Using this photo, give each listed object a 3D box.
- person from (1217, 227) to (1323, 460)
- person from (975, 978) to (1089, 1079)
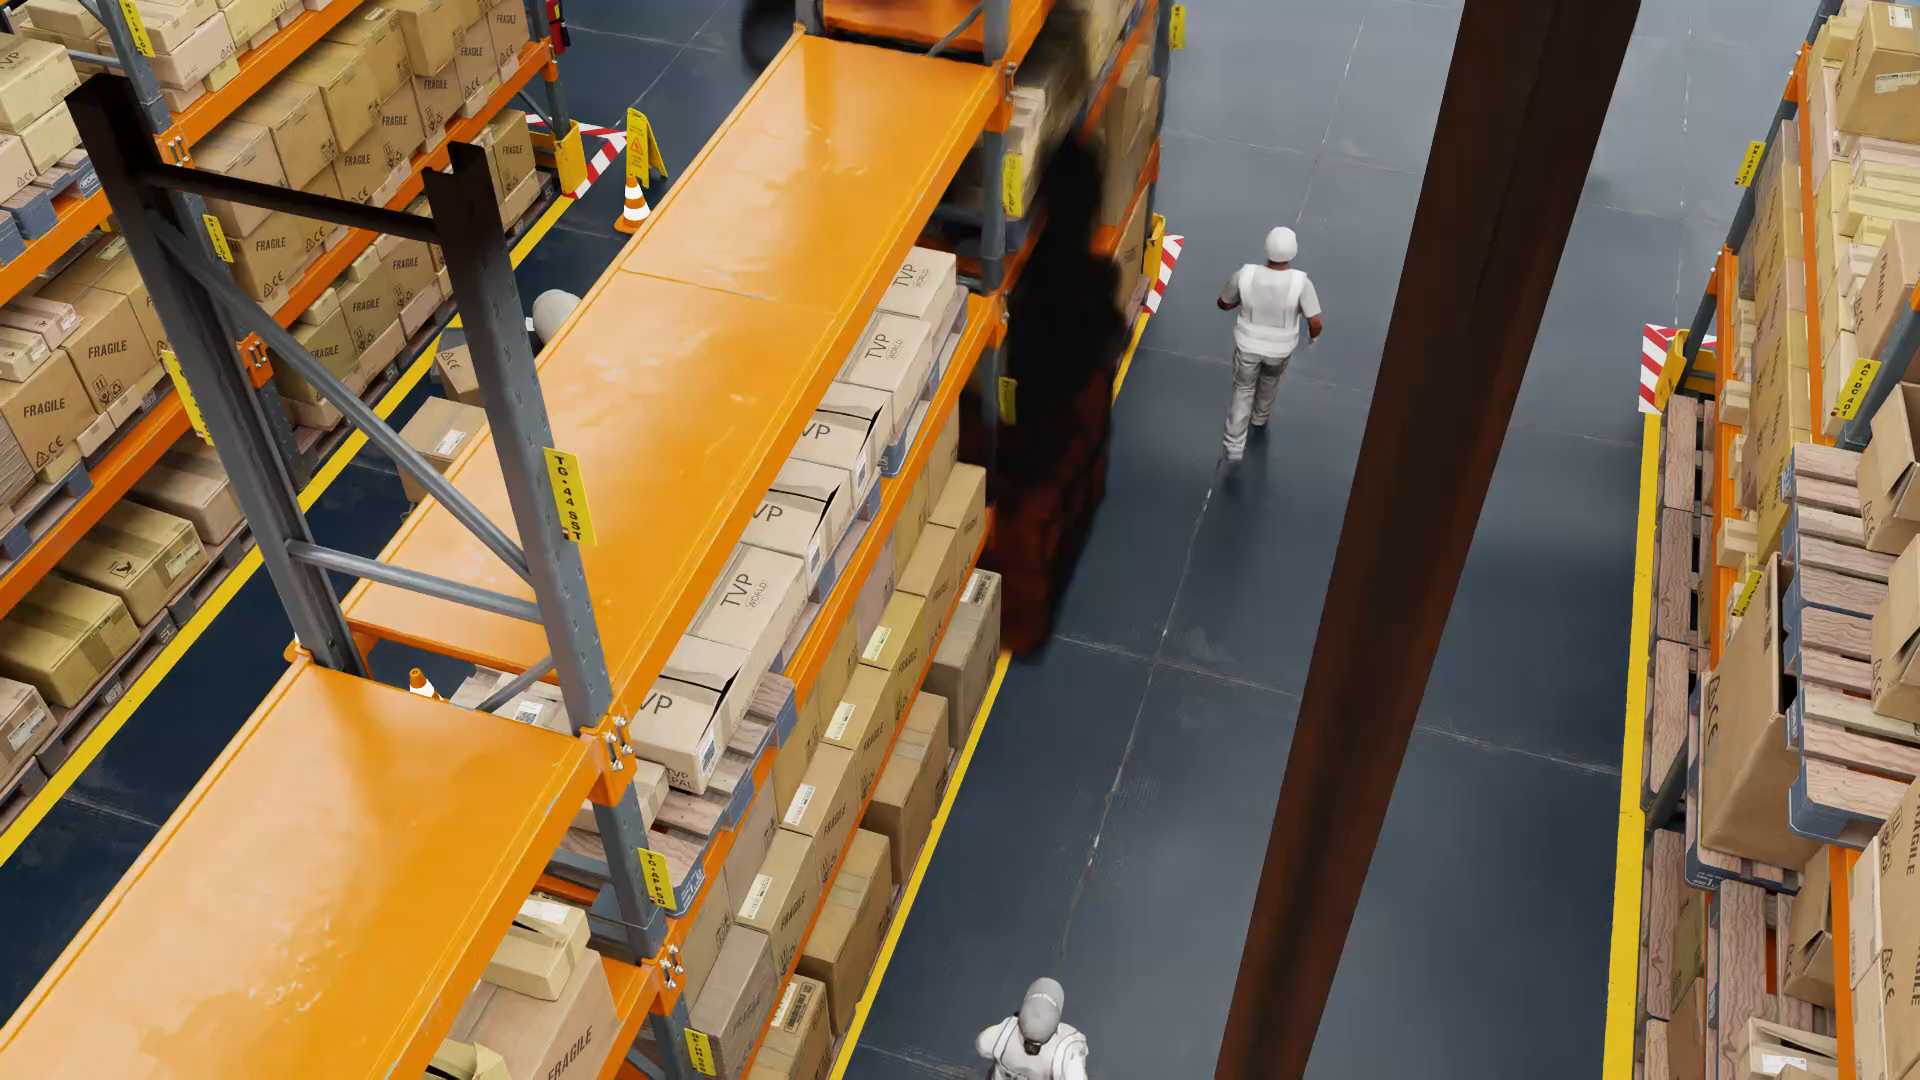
[{"bbox_3d":[2.041,-1.324,11.159,0.700,1.777,0.913,9,46,9],"label":"person"},{"bbox_3d":[0.340,2.515,7.498,0.594,1.689,0.877,11,47,10],"label":"person"}]
